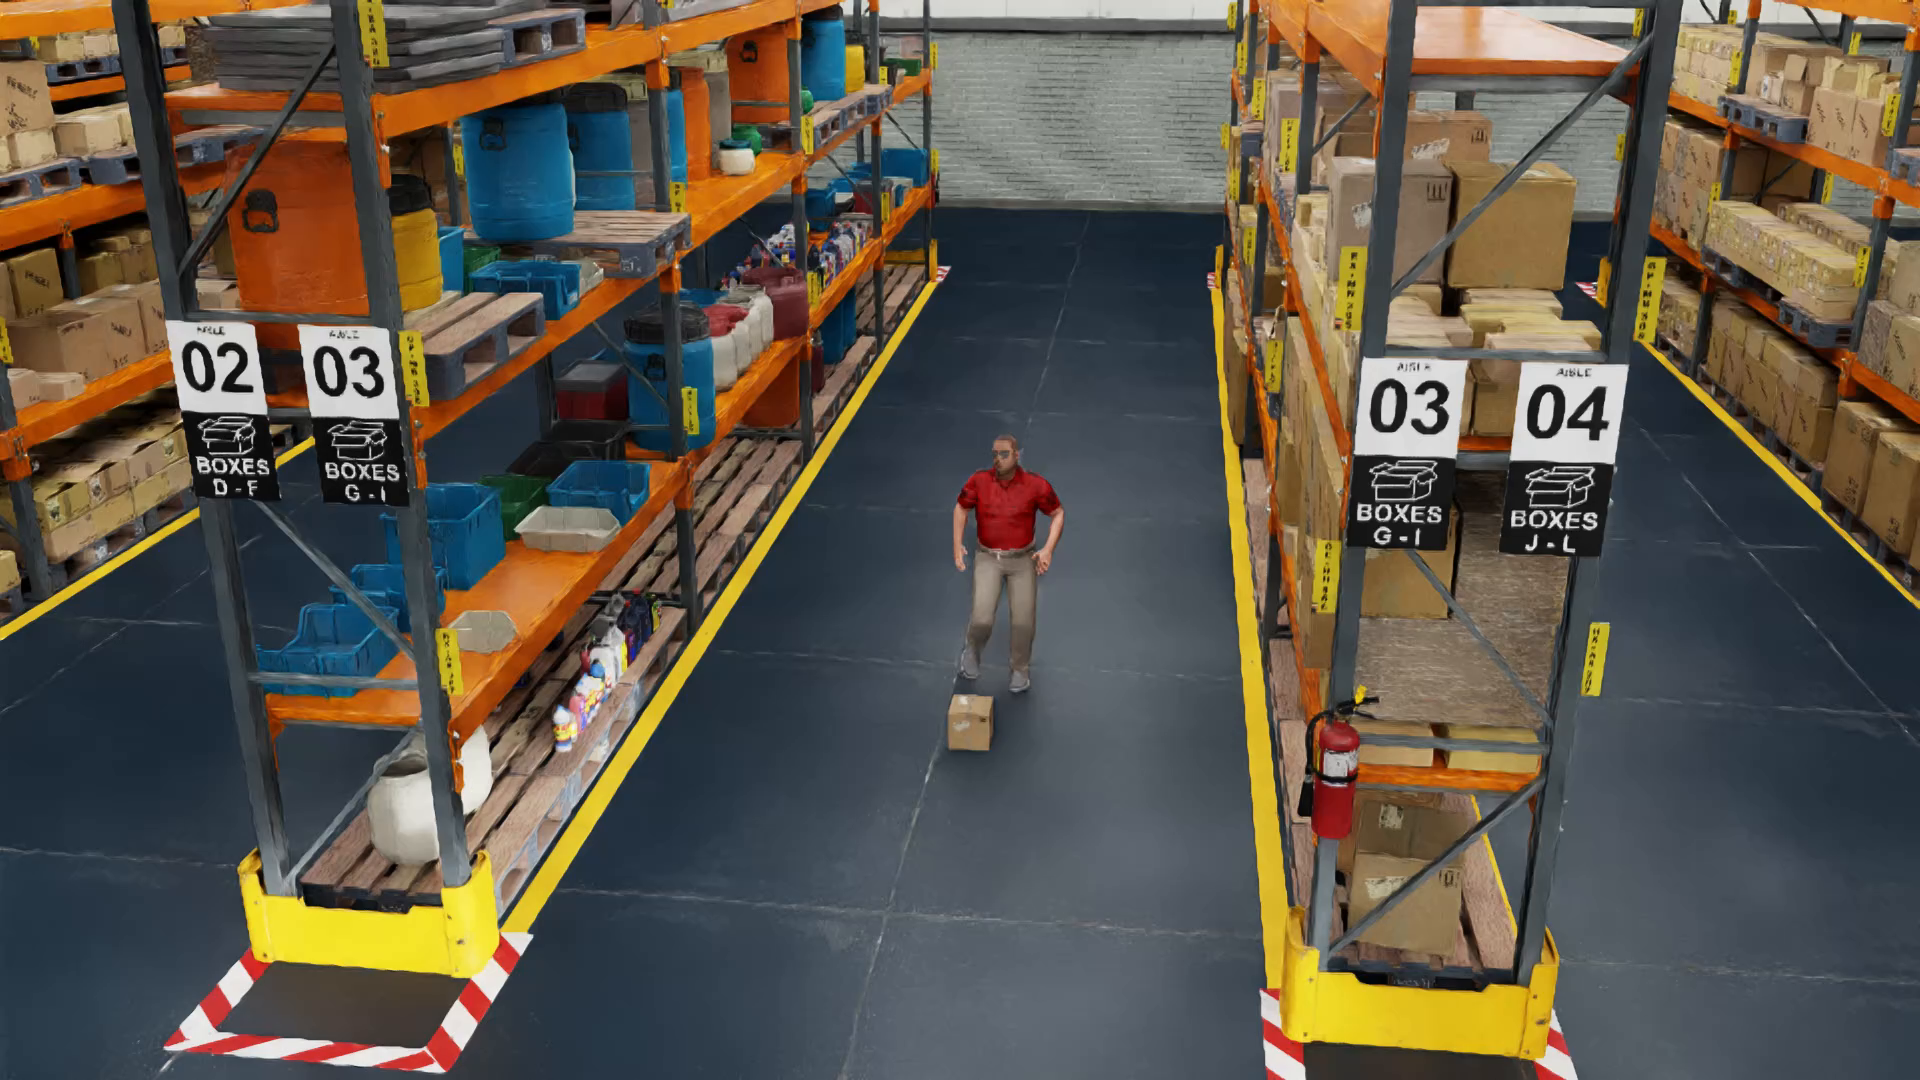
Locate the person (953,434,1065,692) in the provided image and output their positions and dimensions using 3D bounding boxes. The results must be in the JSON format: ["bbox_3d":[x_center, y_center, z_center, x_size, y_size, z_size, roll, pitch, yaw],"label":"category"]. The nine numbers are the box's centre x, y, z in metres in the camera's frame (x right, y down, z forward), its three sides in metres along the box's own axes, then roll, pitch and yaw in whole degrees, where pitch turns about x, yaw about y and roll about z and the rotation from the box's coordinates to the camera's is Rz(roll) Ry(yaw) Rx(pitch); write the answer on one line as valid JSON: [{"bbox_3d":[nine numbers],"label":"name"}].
[{"bbox_3d":[0.291,0.157,10.750,0.685,1.702,0.512,1,21,2],"label":"person"}]
